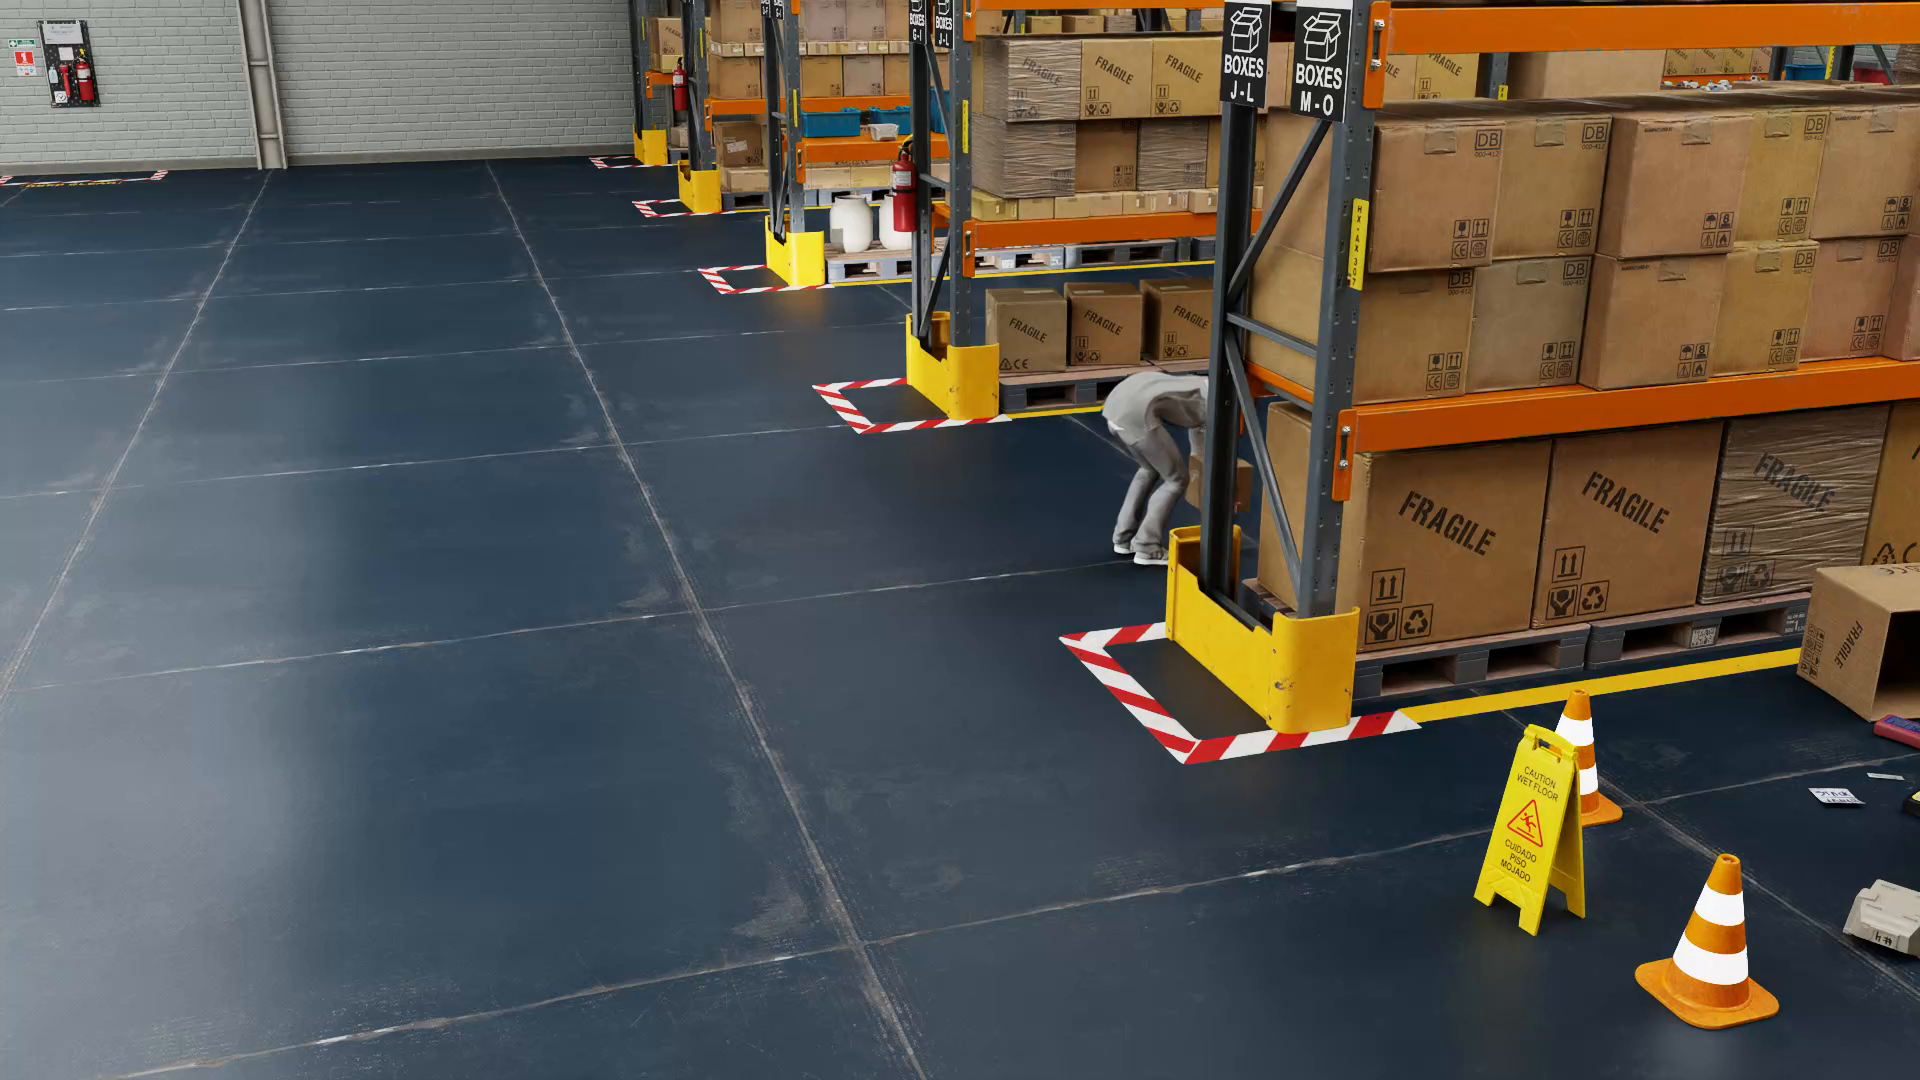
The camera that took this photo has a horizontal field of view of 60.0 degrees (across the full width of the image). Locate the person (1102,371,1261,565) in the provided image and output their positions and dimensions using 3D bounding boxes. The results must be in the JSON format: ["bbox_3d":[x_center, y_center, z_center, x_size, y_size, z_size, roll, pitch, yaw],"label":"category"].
[{"bbox_3d":[1.145,-0.391,8.594,0.871,0.990,0.395,-7,21,-19],"label":"person"}]
